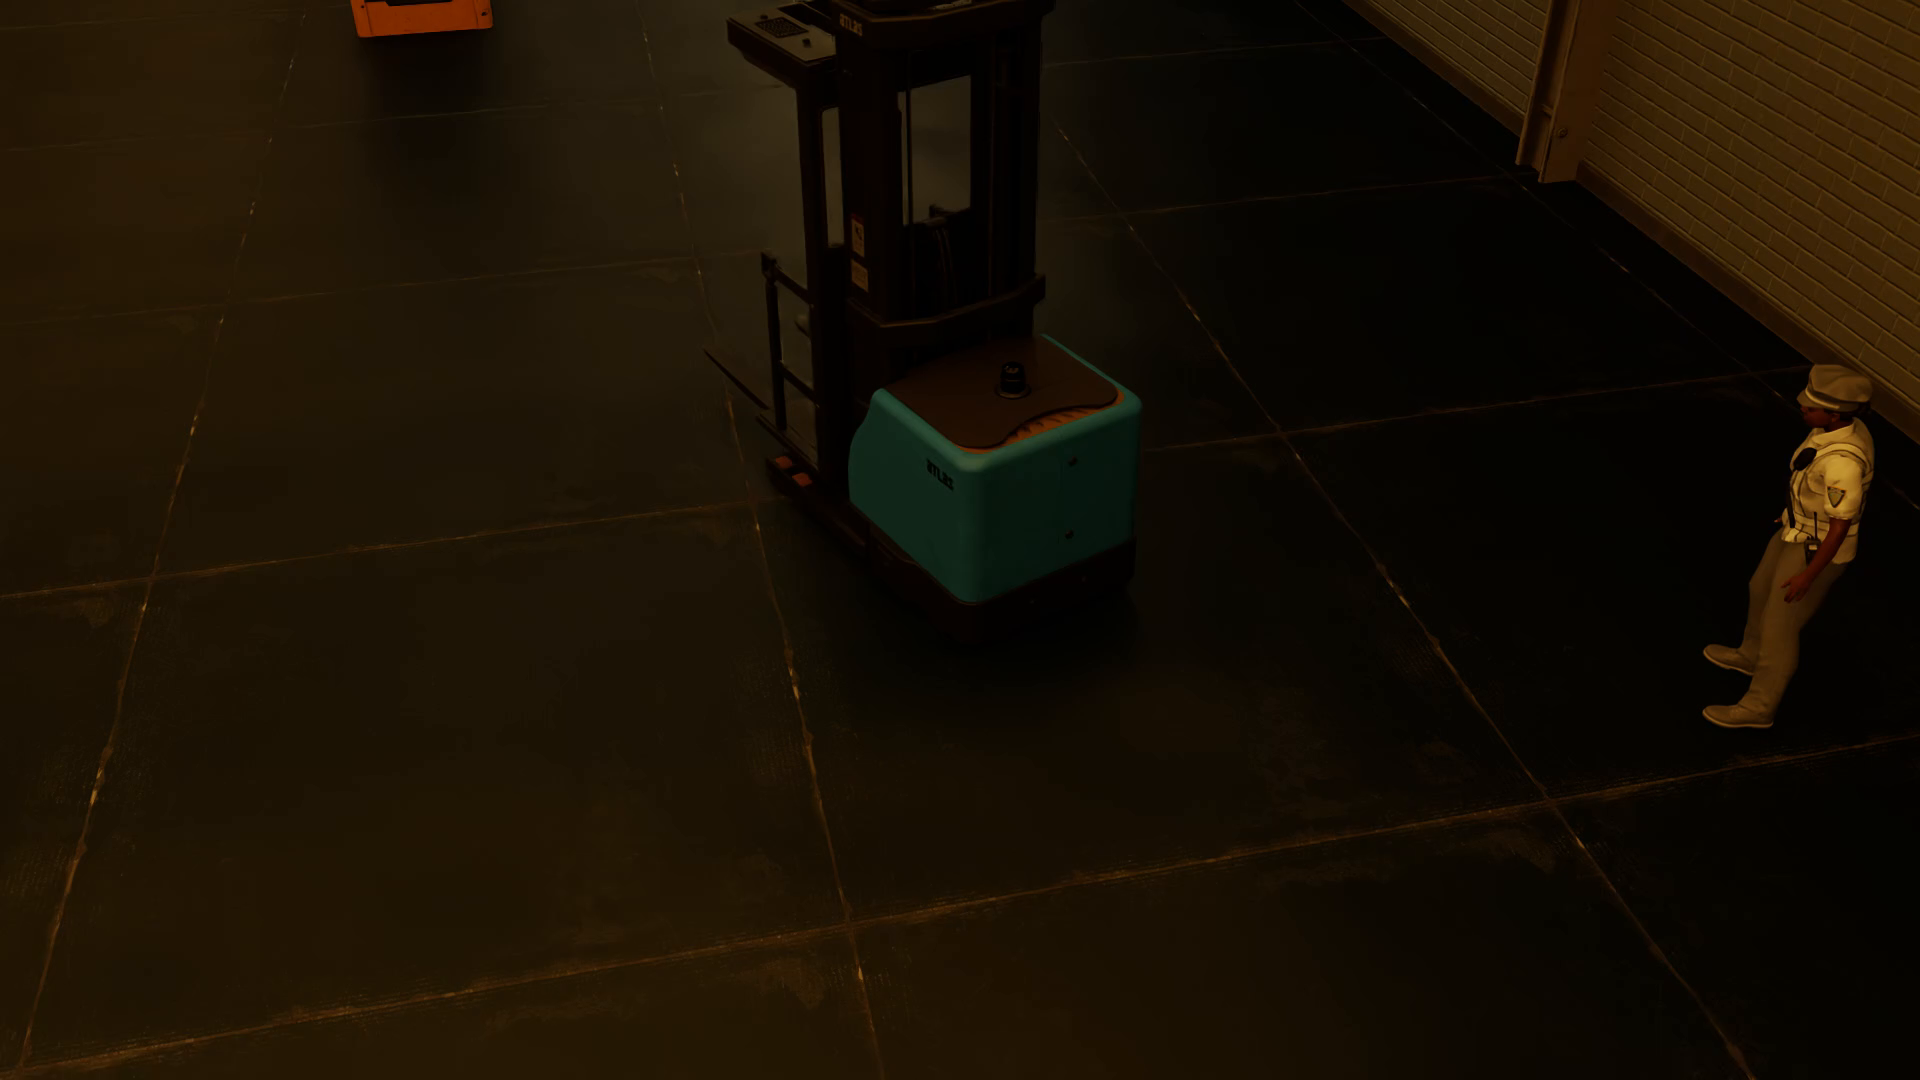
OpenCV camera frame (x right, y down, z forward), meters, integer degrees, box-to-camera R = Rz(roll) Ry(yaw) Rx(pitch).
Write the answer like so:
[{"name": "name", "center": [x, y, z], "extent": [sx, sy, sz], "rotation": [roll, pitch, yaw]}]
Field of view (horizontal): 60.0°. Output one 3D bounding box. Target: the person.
[{"name": "person", "center": [3.593, 0.029, 7.106], "extent": [0.407, 1.661, 0.594], "rotation": [14, 38, 18]}]

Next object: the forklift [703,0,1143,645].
[{"name": "forklift", "center": [-0.383, -1.520, 8.163], "extent": [1.130, 2.935, 3.031], "rotation": [-22, 41, -27]}]
